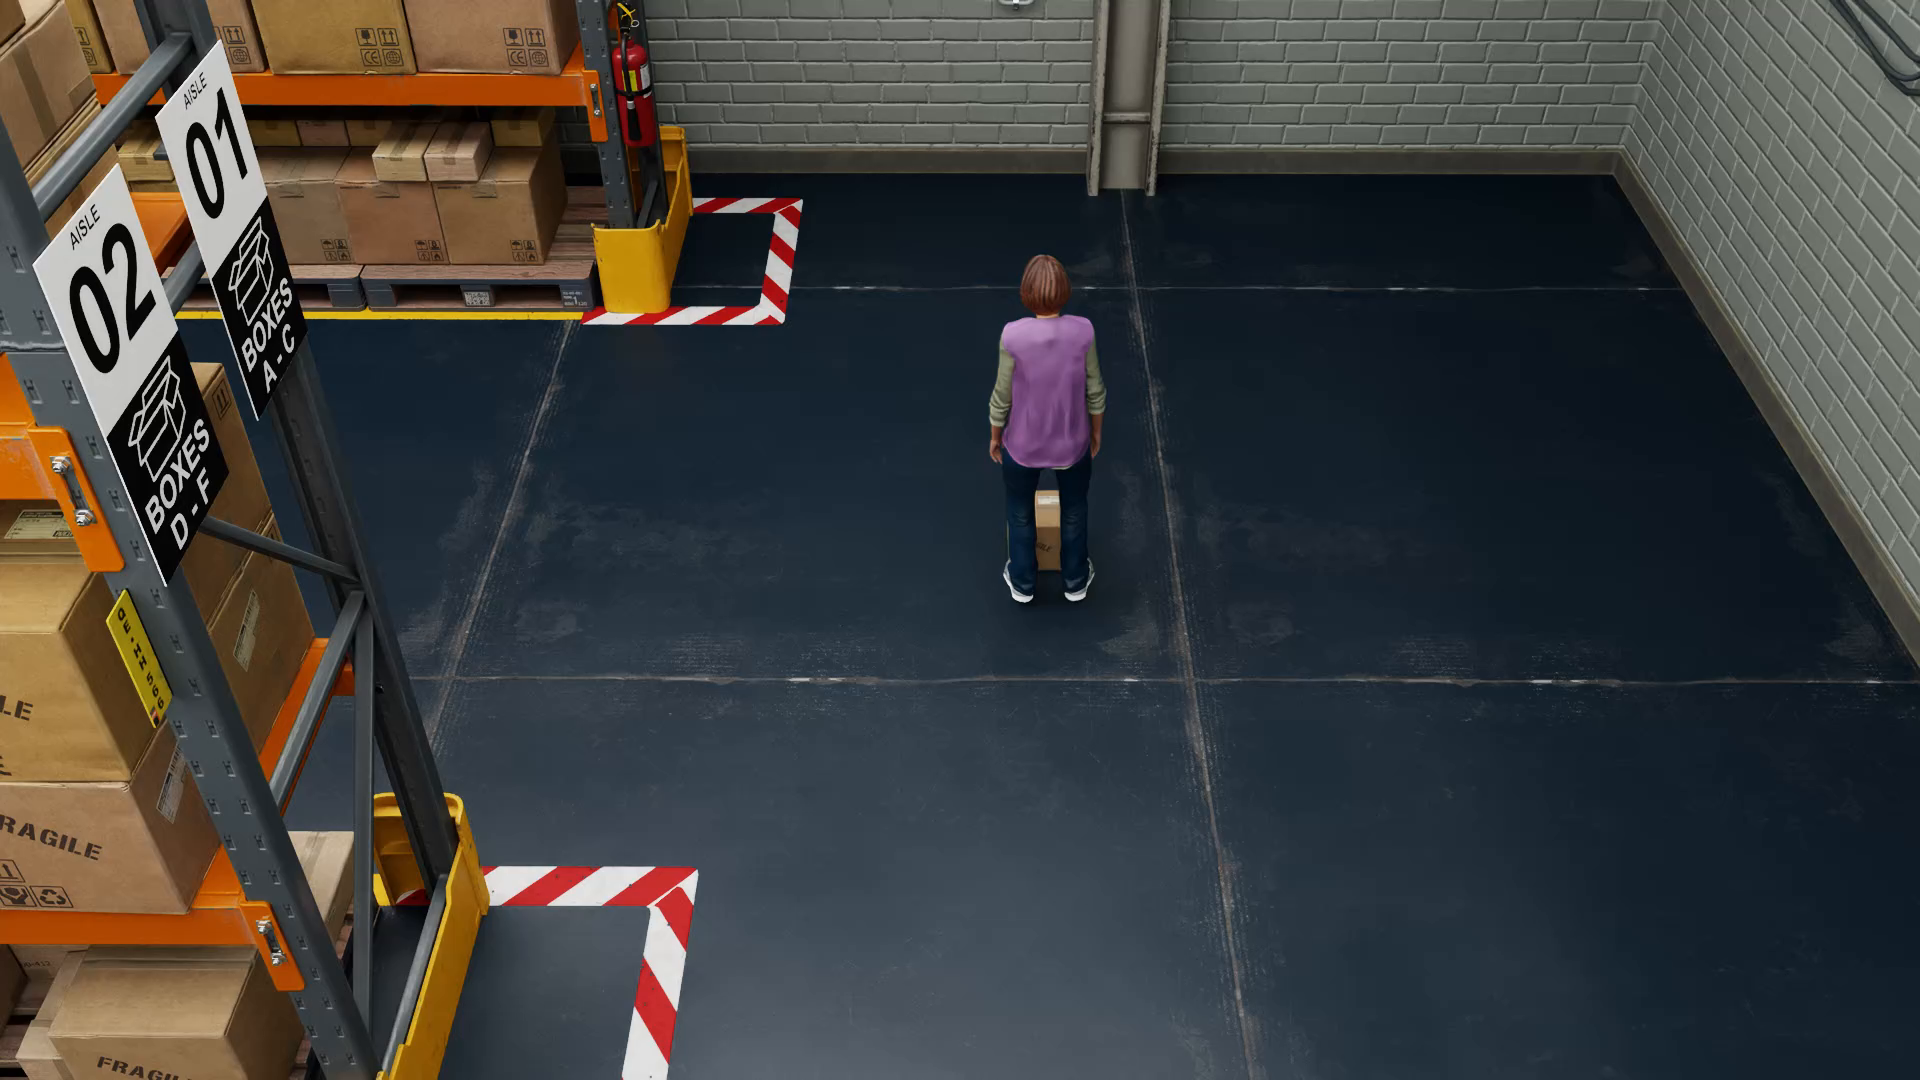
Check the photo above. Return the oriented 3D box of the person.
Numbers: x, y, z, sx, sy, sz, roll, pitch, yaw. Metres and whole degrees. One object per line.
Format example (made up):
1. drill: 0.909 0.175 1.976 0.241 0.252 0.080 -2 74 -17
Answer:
1. person: 0.348 -0.402 6.642 0.469 1.591 0.350 0 40 -1
